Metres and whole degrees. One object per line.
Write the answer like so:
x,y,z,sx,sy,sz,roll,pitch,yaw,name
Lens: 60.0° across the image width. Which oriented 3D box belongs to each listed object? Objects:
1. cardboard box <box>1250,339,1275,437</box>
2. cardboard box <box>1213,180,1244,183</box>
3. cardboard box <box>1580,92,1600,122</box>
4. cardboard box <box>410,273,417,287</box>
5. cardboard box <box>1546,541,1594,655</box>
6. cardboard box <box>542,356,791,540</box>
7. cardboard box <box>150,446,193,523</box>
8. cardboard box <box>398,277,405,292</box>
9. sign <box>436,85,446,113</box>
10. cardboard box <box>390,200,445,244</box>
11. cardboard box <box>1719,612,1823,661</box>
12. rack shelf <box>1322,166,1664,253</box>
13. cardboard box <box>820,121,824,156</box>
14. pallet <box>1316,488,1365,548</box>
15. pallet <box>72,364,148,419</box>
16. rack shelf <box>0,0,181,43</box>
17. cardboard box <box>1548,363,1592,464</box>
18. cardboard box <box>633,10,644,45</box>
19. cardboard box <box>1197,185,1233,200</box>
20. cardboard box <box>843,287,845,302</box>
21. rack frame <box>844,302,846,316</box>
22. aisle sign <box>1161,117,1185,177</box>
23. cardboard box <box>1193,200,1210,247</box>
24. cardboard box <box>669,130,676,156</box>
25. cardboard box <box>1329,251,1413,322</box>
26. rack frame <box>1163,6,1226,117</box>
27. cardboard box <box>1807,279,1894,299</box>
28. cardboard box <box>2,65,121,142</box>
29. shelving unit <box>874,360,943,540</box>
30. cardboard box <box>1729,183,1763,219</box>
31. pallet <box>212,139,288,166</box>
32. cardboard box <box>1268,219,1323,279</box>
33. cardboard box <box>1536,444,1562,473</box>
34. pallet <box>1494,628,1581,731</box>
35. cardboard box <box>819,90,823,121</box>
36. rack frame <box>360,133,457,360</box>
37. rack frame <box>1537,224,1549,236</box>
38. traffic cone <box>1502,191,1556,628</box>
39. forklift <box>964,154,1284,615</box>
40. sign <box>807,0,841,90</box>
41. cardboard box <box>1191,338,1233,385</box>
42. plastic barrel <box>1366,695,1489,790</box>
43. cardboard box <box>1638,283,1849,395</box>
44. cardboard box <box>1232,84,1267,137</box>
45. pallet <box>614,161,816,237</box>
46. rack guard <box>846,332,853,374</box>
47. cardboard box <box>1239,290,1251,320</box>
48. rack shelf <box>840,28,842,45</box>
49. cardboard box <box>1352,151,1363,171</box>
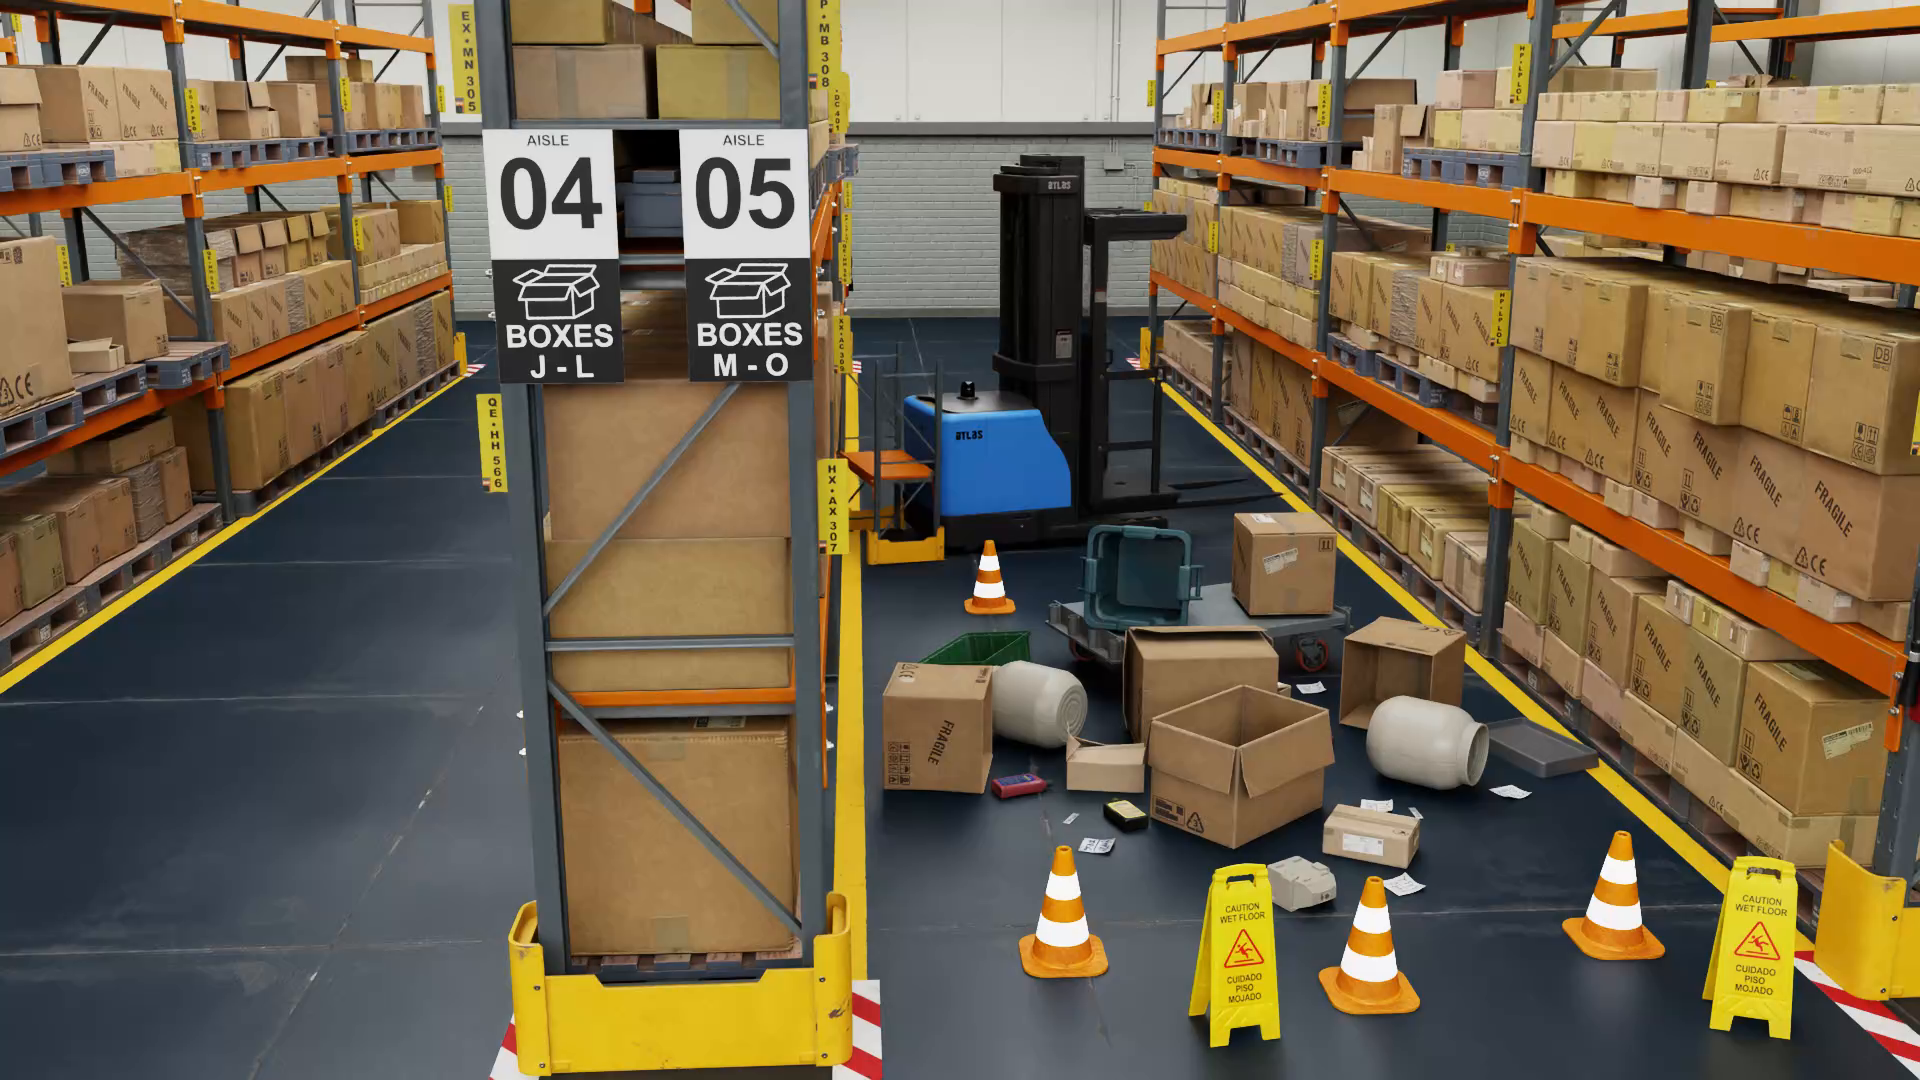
3.397,-1.529,16.369,0.887,0.875,0.887,-1,14,-3,cardboard box
3.249,-4.232,19.946,0.380,0.149,0.250,-1,14,-4,cardboard box
3.457,-2.246,8.620,0.380,0.149,0.250,-1,14,-5,cardboard box
-6.479,-2.988,19.125,0.384,0.149,0.255,0,14,-2,cardboard box
3.523,0.307,8.985,0.500,0.500,0.500,0,14,-1,cardboard box
-0.960,-0.334,5.838,0.875,0.550,0.550,-1,14,-3,cardboard box
-6.367,-0.420,12.773,0.700,0.500,0.500,-2,15,-6,cardboard box
-6.443,-2.858,18.619,0.380,0.149,0.250,-1,14,-3,cardboard box
-6.381,-5.422,20.440,0.100,0.325,0.005,-1,14,-3,sign
-6.631,-3.891,20.329,0.500,0.500,0.500,-1,14,-3,cardboard box
3.559,0.418,7.250,0.380,0.149,0.250,0,14,-2,cardboard box
3.587,-2.344,11.540,1.077,0.370,4.000,-1,14,-3,rack shelf
-0.772,-1.696,7.039,0.380,0.149,0.250,-1,14,-3,cardboard box
3.510,-0.192,13.349,1.003,0.211,1.213,-1,14,-3,pallet
-6.265,-0.999,11.276,1.003,0.211,1.213,-1,14,-3,pallet
-6.304,-3.450,10.621,1.077,0.370,4.000,-1,14,-3,rack shelf
3.514,-0.696,8.916,0.500,0.500,0.500,-1,14,-4,cardboard box
-1.383,-1.884,6.168,0.380,0.149,0.250,-1,14,-2,cardboard box
0.394,-4.087,18.174,5.399,0.750,0.774,-1,14,-4,cardboard box
-1.410,-2.584,17.554,0.380,0.149,0.250,0,14,-1,cardboard box
-1.967,-3.625,21.095,1.000,3.000,0.127,-1,14,-3,rack frame
2.673,-4.999,21.218,0.394,0.787,0.004,-1,14,-3,aisle sign
2.887,-3.504,18.417,0.507,0.500,0.507,-1,14,-3,cardboard box
-1.446,-1.749,7.246,0.380,0.149,0.250,-1,14,-3,cardboard box
3.260,-2.017,13.207,0.500,0.500,0.500,-1,14,-5,cardboard box
2.970,-6.632,20.743,0.949,2.616,0.053,-1,14,-3,rack frame
8.028,-2.203,15.025,0.500,0.250,0.500,-2,15,-6,cardboard box
-6.091,-2.962,11.294,0.500,0.500,0.500,-1,14,-2,cardboard box
-0.534,-0.677,12.608,0.500,1.500,0.985,-3,15,-18,shelving unit
3.606,-1.482,7.250,0.380,0.149,0.250,-1,14,-5,cardboard box
-6.593,-3.383,14.512,1.003,0.211,1.213,0,14,-1,pallet
3.106,-2.645,15.080,0.500,0.500,0.500,-1,14,-3,cardboard box
3.477,-0.475,9.357,0.380,0.149,0.250,0,14,-2,cardboard box
3.788,0.775,9.591,1.003,0.211,1.213,-1,14,-3,pallet
-0.844,-1.922,7.118,0.500,0.250,0.500,-1,14,-4,cardboard box
-6.924,-3.574,20.895,1.000,3.000,0.127,-1,14,-3,rack frame
7.921,-3.804,21.792,1.000,3.000,0.127,-1,14,-3,rack frame
2.616,-0.841,10.660,3.046,2.808,1.723,-1,14,-3,traffic cone
1.218,-1.344,12.367,3.336,2.935,2.622,-5,15,-19,forklift
-0.422,-1.567,5.165,0.100,0.325,0.005,-1,14,-3,sign
3.227,-2.075,19.369,0.875,0.438,0.875,-1,14,-5,cardboard box
2.319,1.010,8.251,0.512,0.421,0.421,10,18,35,plastic barrel
3.658,-0.925,7.798,0.700,0.500,0.500,-1,14,-4,cardboard box
2.980,-4.213,16.316,0.500,0.500,0.500,-1,14,-4,cardboard box
-1.032,-1.240,5.984,1.003,0.211,1.213,-1,14,-3,pallet
-1.962,-2.396,21.333,1.175,0.500,0.348,-1,14,-3,rack guard
3.028,-2.289,16.205,0.500,0.250,0.500,-1,14,-4,cardboard box
-1.595,-4.496,14.688,1.077,0.370,4.000,-1,14,-3,rack shelf
3.303,-3.497,17.090,0.975,1.149,8.216,-1,14,-4,cardboard box
